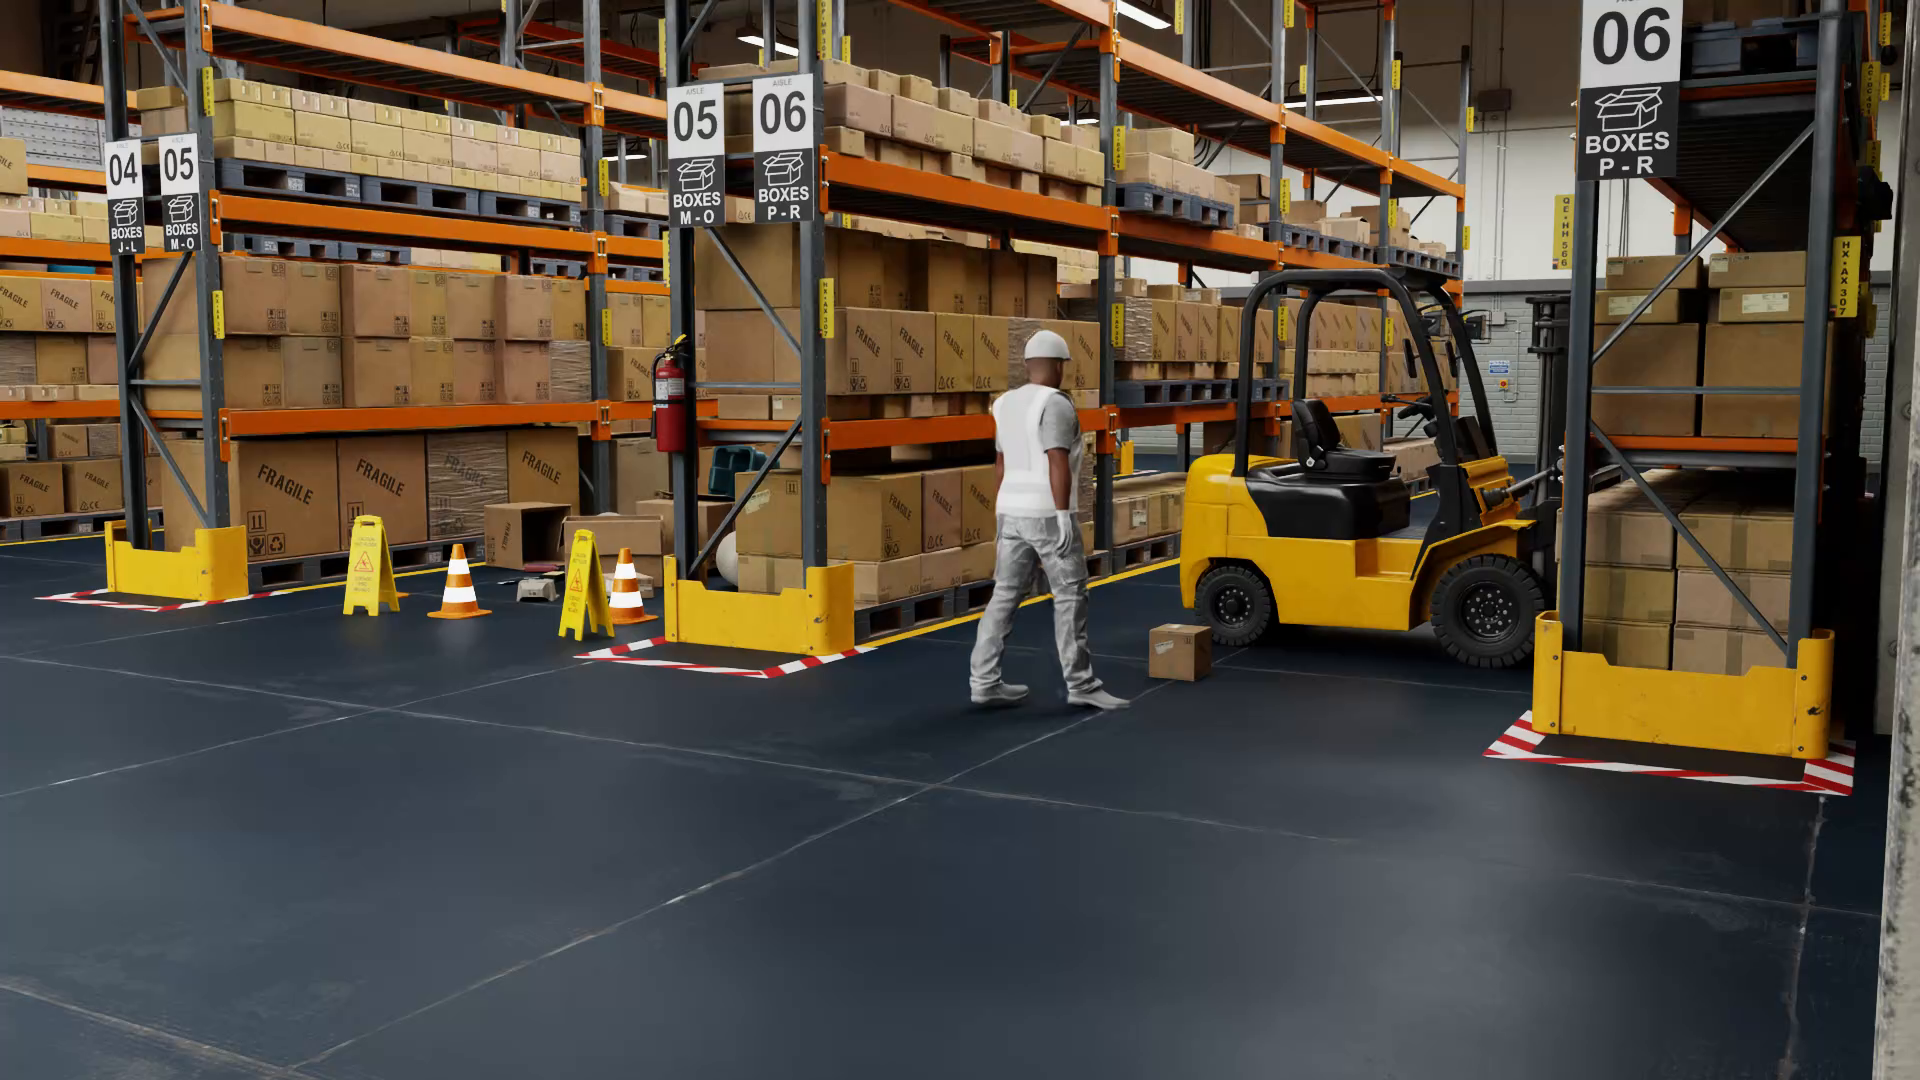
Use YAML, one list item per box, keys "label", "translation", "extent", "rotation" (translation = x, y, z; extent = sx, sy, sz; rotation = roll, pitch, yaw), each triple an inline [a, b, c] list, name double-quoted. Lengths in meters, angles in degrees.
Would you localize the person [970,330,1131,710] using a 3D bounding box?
- label: "person"
  translation: [0.374, -0.090, 7.880]
  extent: [0.670, 1.797, 0.638]
  rotation: [-4, 7, -33]
